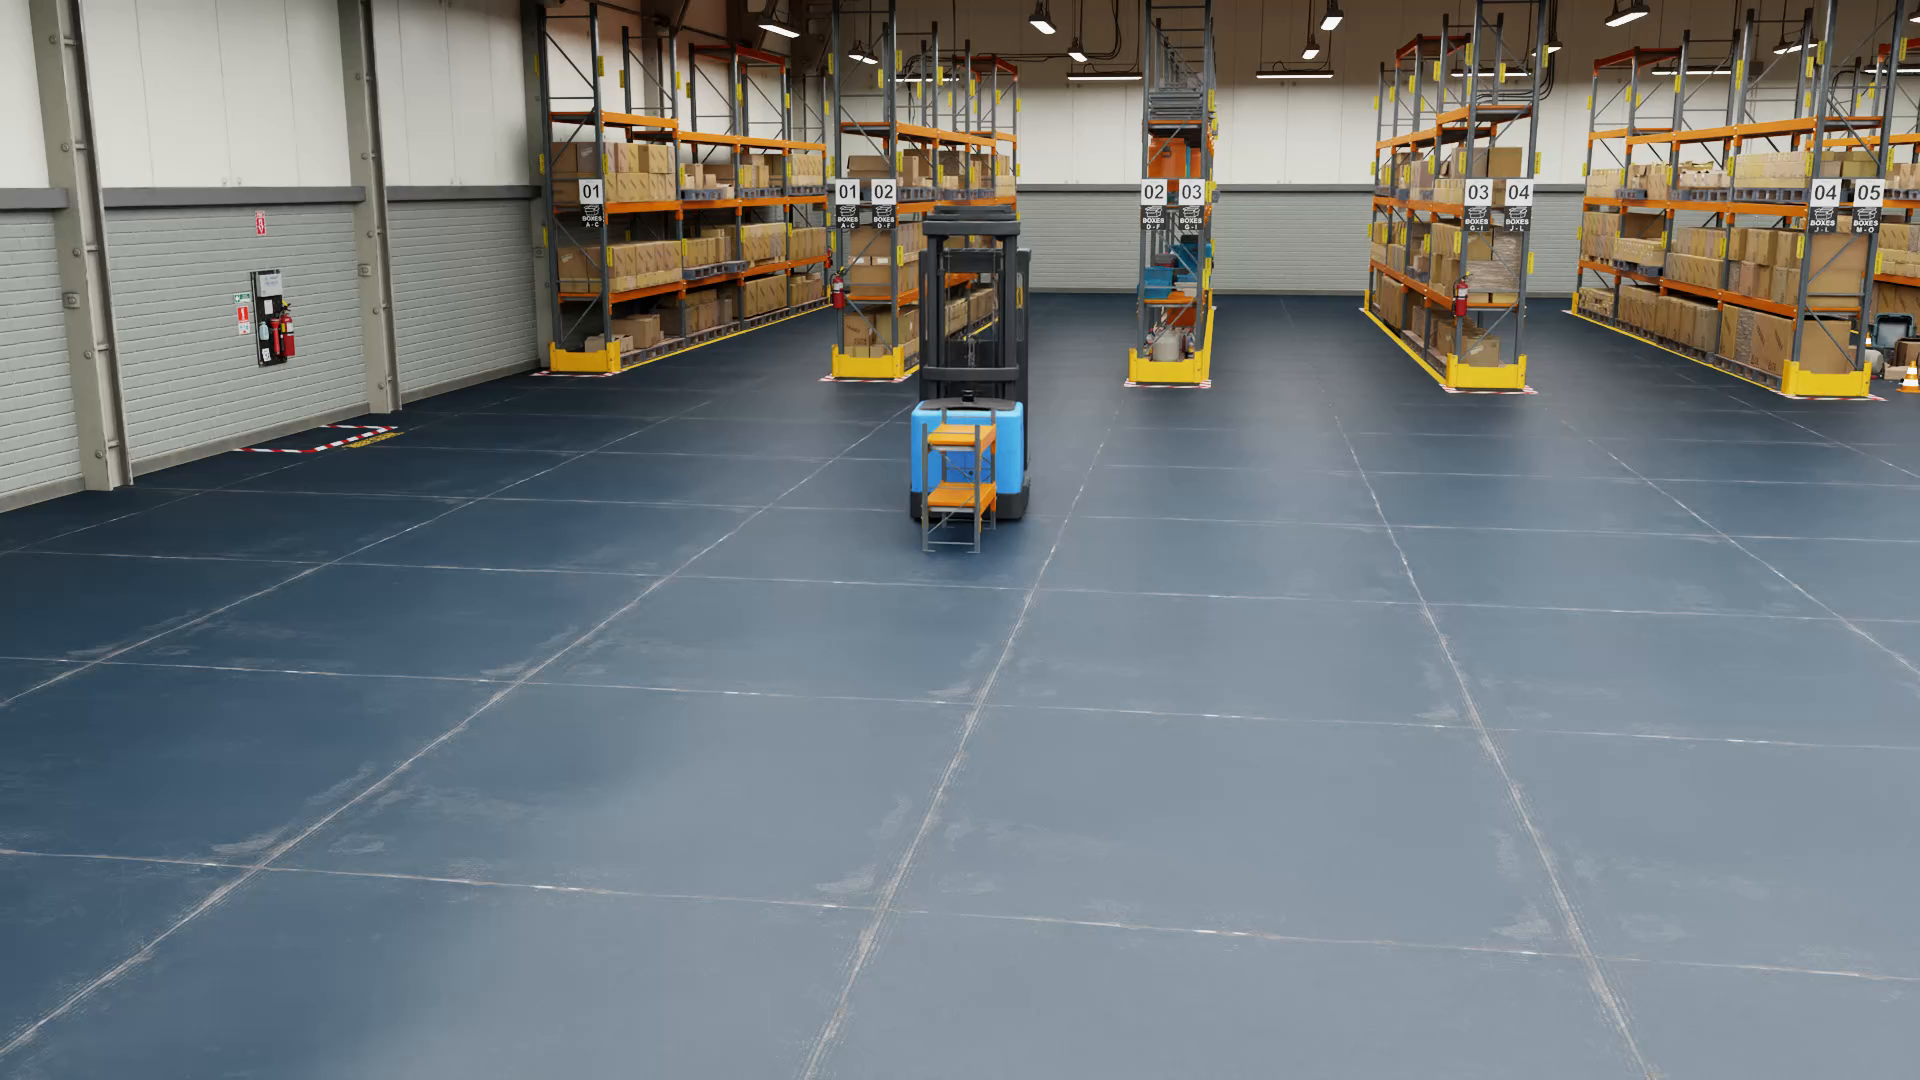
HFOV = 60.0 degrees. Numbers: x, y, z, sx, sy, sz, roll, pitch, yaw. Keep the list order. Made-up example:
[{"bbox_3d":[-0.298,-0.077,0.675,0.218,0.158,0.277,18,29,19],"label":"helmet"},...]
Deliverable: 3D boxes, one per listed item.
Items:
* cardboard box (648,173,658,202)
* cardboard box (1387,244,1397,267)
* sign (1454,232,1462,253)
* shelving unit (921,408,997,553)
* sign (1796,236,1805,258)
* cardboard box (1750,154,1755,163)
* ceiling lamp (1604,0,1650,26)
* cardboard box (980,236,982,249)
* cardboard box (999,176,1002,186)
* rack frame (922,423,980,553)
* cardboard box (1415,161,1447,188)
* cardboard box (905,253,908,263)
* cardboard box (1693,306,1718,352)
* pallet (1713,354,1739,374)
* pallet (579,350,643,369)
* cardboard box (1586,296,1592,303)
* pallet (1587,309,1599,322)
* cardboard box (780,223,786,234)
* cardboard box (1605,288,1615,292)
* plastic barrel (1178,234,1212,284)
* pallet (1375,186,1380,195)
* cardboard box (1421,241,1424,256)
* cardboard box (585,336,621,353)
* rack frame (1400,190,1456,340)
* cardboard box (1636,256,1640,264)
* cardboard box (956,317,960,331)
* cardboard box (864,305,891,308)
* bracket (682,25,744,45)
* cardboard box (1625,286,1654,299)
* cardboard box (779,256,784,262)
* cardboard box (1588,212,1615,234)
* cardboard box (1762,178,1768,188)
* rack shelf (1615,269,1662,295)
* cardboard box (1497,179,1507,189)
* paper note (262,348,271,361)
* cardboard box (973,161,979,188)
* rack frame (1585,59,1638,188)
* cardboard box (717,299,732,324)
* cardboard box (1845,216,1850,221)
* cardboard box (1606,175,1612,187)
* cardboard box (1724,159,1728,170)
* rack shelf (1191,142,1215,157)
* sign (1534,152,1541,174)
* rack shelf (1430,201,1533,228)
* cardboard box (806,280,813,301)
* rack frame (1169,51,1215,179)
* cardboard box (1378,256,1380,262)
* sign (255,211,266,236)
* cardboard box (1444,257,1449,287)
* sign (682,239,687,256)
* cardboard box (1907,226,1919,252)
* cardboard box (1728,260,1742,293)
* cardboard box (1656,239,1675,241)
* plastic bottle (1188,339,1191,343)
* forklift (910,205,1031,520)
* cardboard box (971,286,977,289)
[{"bbox_3d":[-5.777,-6.377,30.057,0.500,0.500,0.500,1,12,6],"label":"cardboard box"},{"bbox_3d":[9.790,-6.331,37.014,0.500,0.500,0.500,2,12,9],"label":"cardboard box"},{"bbox_3d":[7.717,-4.615,25.787,0.100,0.325,0.005,2,12,9],"label":"sign"},{"bbox_3d":[0.001,-0.551,14.881,0.538,1.125,1.048,2,12,9],"label":"shelving unit"},{"bbox_3d":[12.614,-4.392,24.945,0.100,0.325,0.005,2,12,9],"label":"sign"},{"bbox_3d":[13.255,-6.287,27.395,0.380,0.149,0.250,2,12,8],"label":"cardboard box"},{"bbox_3d":[11.580,-10.373,27.912,0.800,3.185,2.000,2,12,9],"label":"ceiling lamp"},{"bbox_3d":[0.109,-6.576,37.153,0.700,0.500,0.500,-1,12,-6],"label":"cardboard box"},{"bbox_3d":[0.715,-8.526,39.487,0.500,0.250,0.500,2,12,9],"label":"cardboard box"},{"bbox_3d":[-0.077,-0.445,14.390,0.500,1.125,0.032,2,12,9],"label":"rack frame"},{"bbox_3d":[9.014,-6.997,31.797,0.500,0.500,0.500,2,12,7],"label":"cardboard box"},{"bbox_3d":[-1.095,-4.849,28.598,0.380,0.149,0.250,1,12,7],"label":"cardboard box"},{"bbox_3d":[13.769,-3.761,29.666,1.050,0.750,0.750,2,12,8],"label":"cardboard box"},{"bbox_3d":[13.569,-3.004,28.431,1.003,0.211,1.213,2,12,9],"label":"pallet"},{"bbox_3d":[-6.249,-3.174,29.221,1.003,0.211,1.213,2,12,9],"label":"pallet"},{"bbox_3d":[15.079,-5.718,39.471,0.380,0.149,0.250,2,12,10],"label":"cardboard box"},{"bbox_3d":[15.247,-5.221,38.717,1.003,0.211,1.213,2,12,9],"label":"pallet"},{"bbox_3d":[-4.395,-7.317,39.053,0.500,0.250,0.500,2,12,10],"label":"cardboard box"},{"bbox_3d":[15.682,-5.954,39.861,0.380,0.149,0.250,2,12,10],"label":"cardboard box"},{"bbox_3d":[4.342,-5.181,30.723,0.600,0.901,0.708,2,12,9],"label":"plastic barrel"},{"bbox_3d":[10.619,-8.471,40.270,1.003,0.211,1.213,2,12,9],"label":"pallet"},{"bbox_3d":[9.449,-5.678,32.985,0.500,0.500,0.500,0,12,2],"label":"cardboard box"},{"bbox_3d":[-6.226,-3.395,28.966,0.500,0.311,0.500,0,12,2],"label":"cardboard box"},{"bbox_3d":[9.493,-5.537,33.567,1.000,3.000,0.127,2,12,9],"label":"rack frame"},{"bbox_3d":[14.161,-5.769,34.240,0.380,0.149,0.250,1,12,6],"label":"cardboard box"},{"bbox_3d":[-0.291,-4.391,33.777,0.500,0.250,0.500,2,12,10],"label":"cardboard box"},{"bbox_3d":[-1.445,-3.960,29.996,0.500,0.500,0.500,2,12,9],"label":"cardboard box"},{"bbox_3d":[-5.434,-11.080,36.501,0.076,0.066,4.783,2,12,9],"label":"bracket"},{"bbox_3d":[14.539,-5.282,35.539,0.500,0.250,0.500,2,12,10],"label":"cardboard box"},{"bbox_3d":[-4.363,-6.606,39.073,0.380,0.149,0.250,2,12,10],"label":"cardboard box"},{"bbox_3d":[15.206,-7.514,39.422,0.500,0.500,0.500,2,12,10],"label":"cardboard box"},{"bbox_3d":[13.137,-5.739,26.746,0.380,0.149,0.250,2,12,9],"label":"cardboard box"},{"bbox_3d":[14.686,-5.420,34.732,1.077,0.370,4.000,2,12,9],"label":"rack shelf"},{"bbox_3d":[8.533,-5.510,25.729,0.380,0.149,0.250,2,12,8],"label":"cardboard box"},{"bbox_3d":[-8.604,-2.300,20.636,0.016,0.148,0.142,2,12,9],"label":"paper note"},{"bbox_3d":[0.089,-8.219,37.418,0.600,0.600,0.600,2,12,8],"label":"cardboard box"},{"bbox_3d":[15.608,-9.954,39.819,1.000,3.000,0.127,2,12,9],"label":"rack frame"},{"bbox_3d":[-5.250,-4.860,35.315,0.700,0.500,0.500,2,12,9],"label":"cardboard box"},{"bbox_3d":[19.850,-7.134,36.827,0.380,0.149,0.250,2,12,8],"label":"cardboard box"},{"bbox_3d":[14.980,-8.147,37.724,0.500,0.250,0.500,2,12,11],"label":"cardboard box"},{"bbox_3d":[14.387,-6.754,30.621,0.500,0.500,0.500,2,12,9],"label":"cardboard box"},{"bbox_3d":[5.521,-9.332,39.593,1.077,0.370,4.000,2,12,9],"label":"rack shelf"},{"bbox_3d":[8.798,-5.748,25.350,0.100,0.325,0.005,2,12,9],"label":"sign"},{"bbox_3d":[8.570,-5.403,27.531,1.077,0.370,4.000,2,12,9],"label":"rack shelf"},{"bbox_3d":[-4.123,-6.310,42.087,0.700,0.500,0.500,1,12,7],"label":"cardboard box"},{"bbox_3d":[5.214,-9.463,37.544,1.000,3.000,0.127,2,12,9],"label":"rack frame"},{"bbox_3d":[10.028,-6.589,39.043,0.380,0.149,0.250,2,12,8],"label":"cardboard box"},{"bbox_3d":[-8.608,-3.900,20.466,0.001,0.298,0.199,2,12,9],"label":"sign"},{"bbox_3d":[8.452,-4.390,27.303,0.875,0.500,0.500,2,12,9],"label":"cardboard box"},{"bbox_3d":[-5.268,-5.593,31.772,0.100,0.325,0.005,2,12,9],"label":"sign"},{"bbox_3d":[19.177,-5.977,32.997,0.500,0.500,0.500,2,12,10],"label":"cardboard box"},{"bbox_3d":[13.718,-4.519,28.486,0.875,0.550,0.550,2,12,9],"label":"cardboard box"},{"bbox_3d":[15.002,-6.307,35.328,0.380,0.149,0.250,2,12,8],"label":"cardboard box"},{"bbox_3d":[4.008,-3.352,28.861,0.097,0.271,0.097,0,12,0],"label":"plastic bottle"},{"bbox_3d":[0.155,-1.884,16.778,1.130,2.935,3.031,1,12,4],"label":"forklift"},{"bbox_3d":[0.127,-5.813,39.734,0.500,0.500,0.500,2,12,9],"label":"cardboard box"}]
